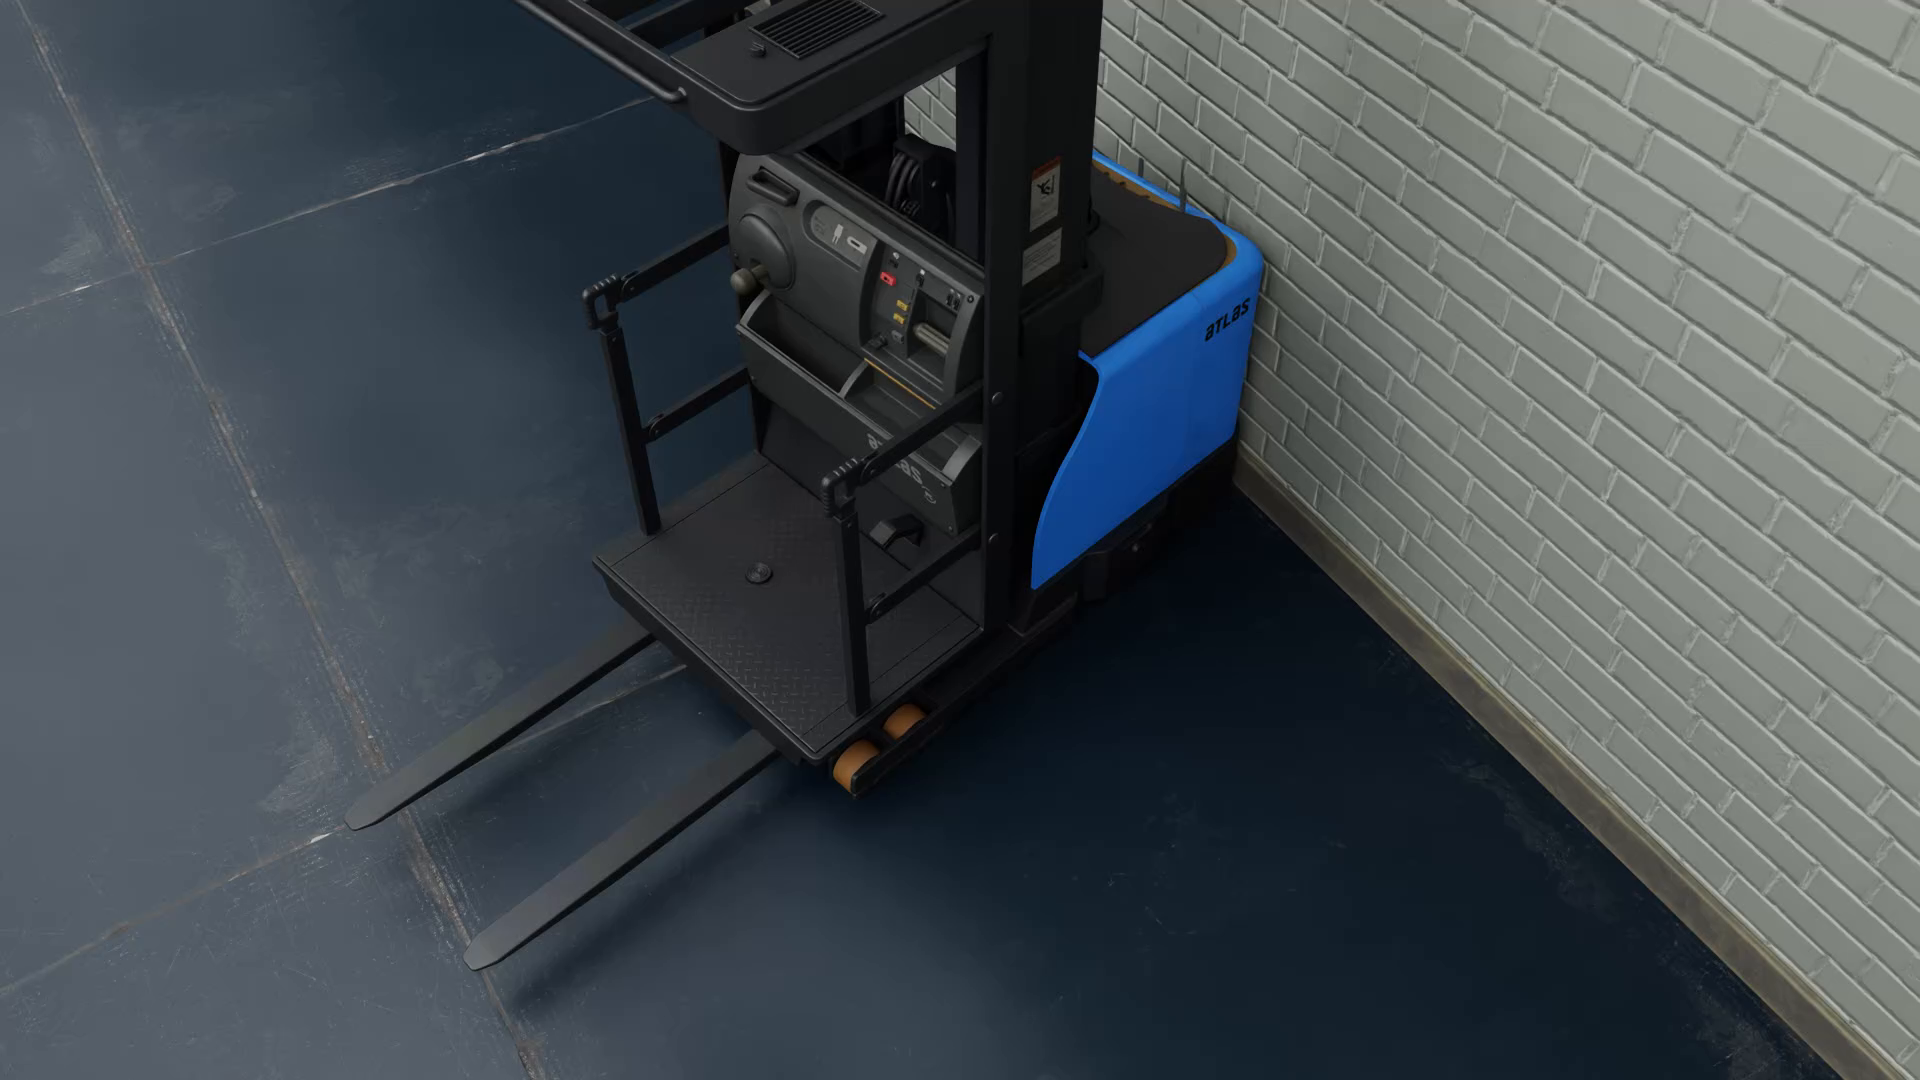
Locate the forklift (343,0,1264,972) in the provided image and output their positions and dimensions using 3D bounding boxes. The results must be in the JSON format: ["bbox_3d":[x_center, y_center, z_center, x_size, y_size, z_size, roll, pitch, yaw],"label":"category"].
[{"bbox_3d":[-0.449,-0.646,4.363,3.031,2.935,1.130,-36,58,-28],"label":"forklift"}]

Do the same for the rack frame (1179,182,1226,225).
[{"bbox_3d":[0.801,-0.782,5.729,0.006,1.200,0.240,-23,47,-23],"label":"rack frame"}]

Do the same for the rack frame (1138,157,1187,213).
[{"bbox_3d":[0.647,-0.715,5.658,0.006,1.200,0.240,-23,47,-23],"label":"rack frame"}]

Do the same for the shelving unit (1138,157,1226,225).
[{"bbox_3d":[0.724,-0.748,5.693,0.189,1.200,0.258,-23,47,-23],"label":"shelving unit"}]
